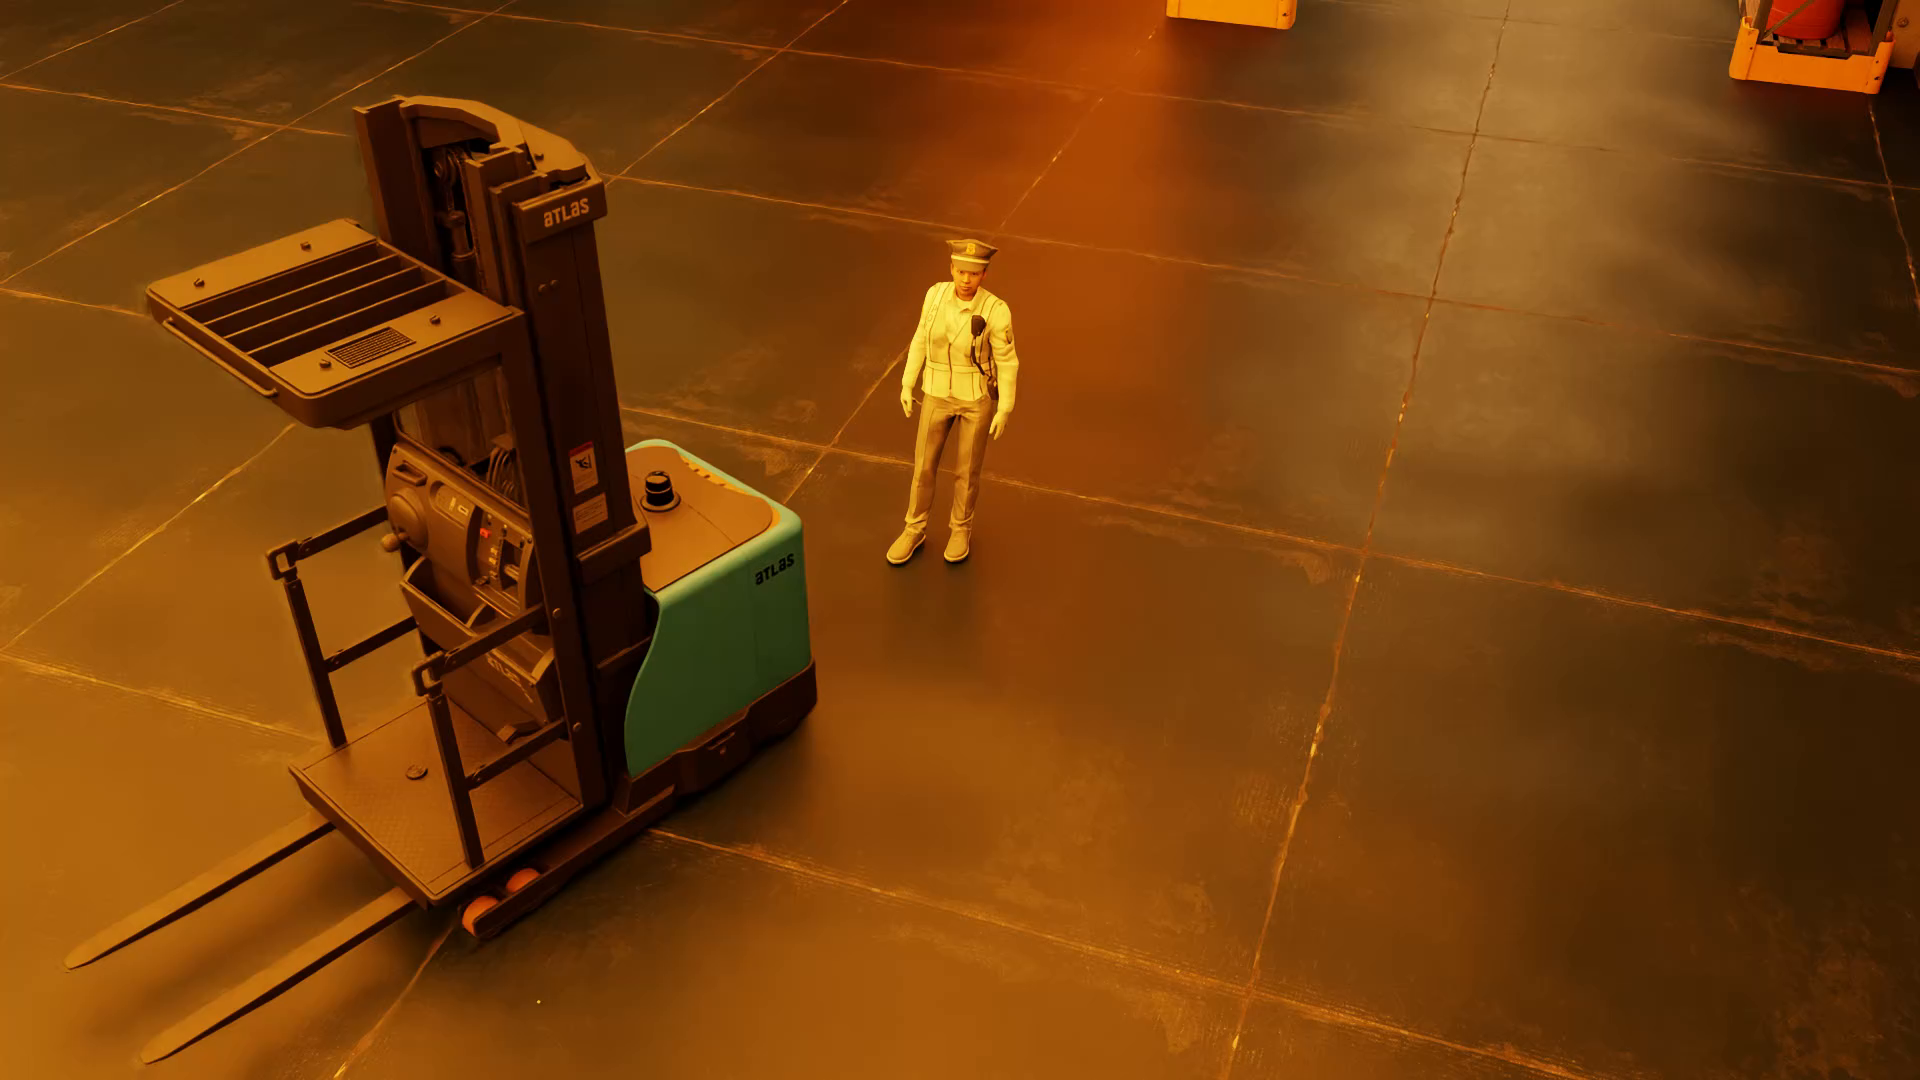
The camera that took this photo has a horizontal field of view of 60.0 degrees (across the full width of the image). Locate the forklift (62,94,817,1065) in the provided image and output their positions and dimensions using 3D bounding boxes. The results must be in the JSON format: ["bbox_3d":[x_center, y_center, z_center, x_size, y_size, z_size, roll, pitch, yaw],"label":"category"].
[{"bbox_3d":[-2.014,0.017,6.087,1.130,2.935,3.031,28,44,34],"label":"forklift"}]

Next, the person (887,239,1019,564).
[{"bbox_3d":[-0.030,-0.661,8.100,0.586,1.694,0.531,12,37,16],"label":"person"}]
